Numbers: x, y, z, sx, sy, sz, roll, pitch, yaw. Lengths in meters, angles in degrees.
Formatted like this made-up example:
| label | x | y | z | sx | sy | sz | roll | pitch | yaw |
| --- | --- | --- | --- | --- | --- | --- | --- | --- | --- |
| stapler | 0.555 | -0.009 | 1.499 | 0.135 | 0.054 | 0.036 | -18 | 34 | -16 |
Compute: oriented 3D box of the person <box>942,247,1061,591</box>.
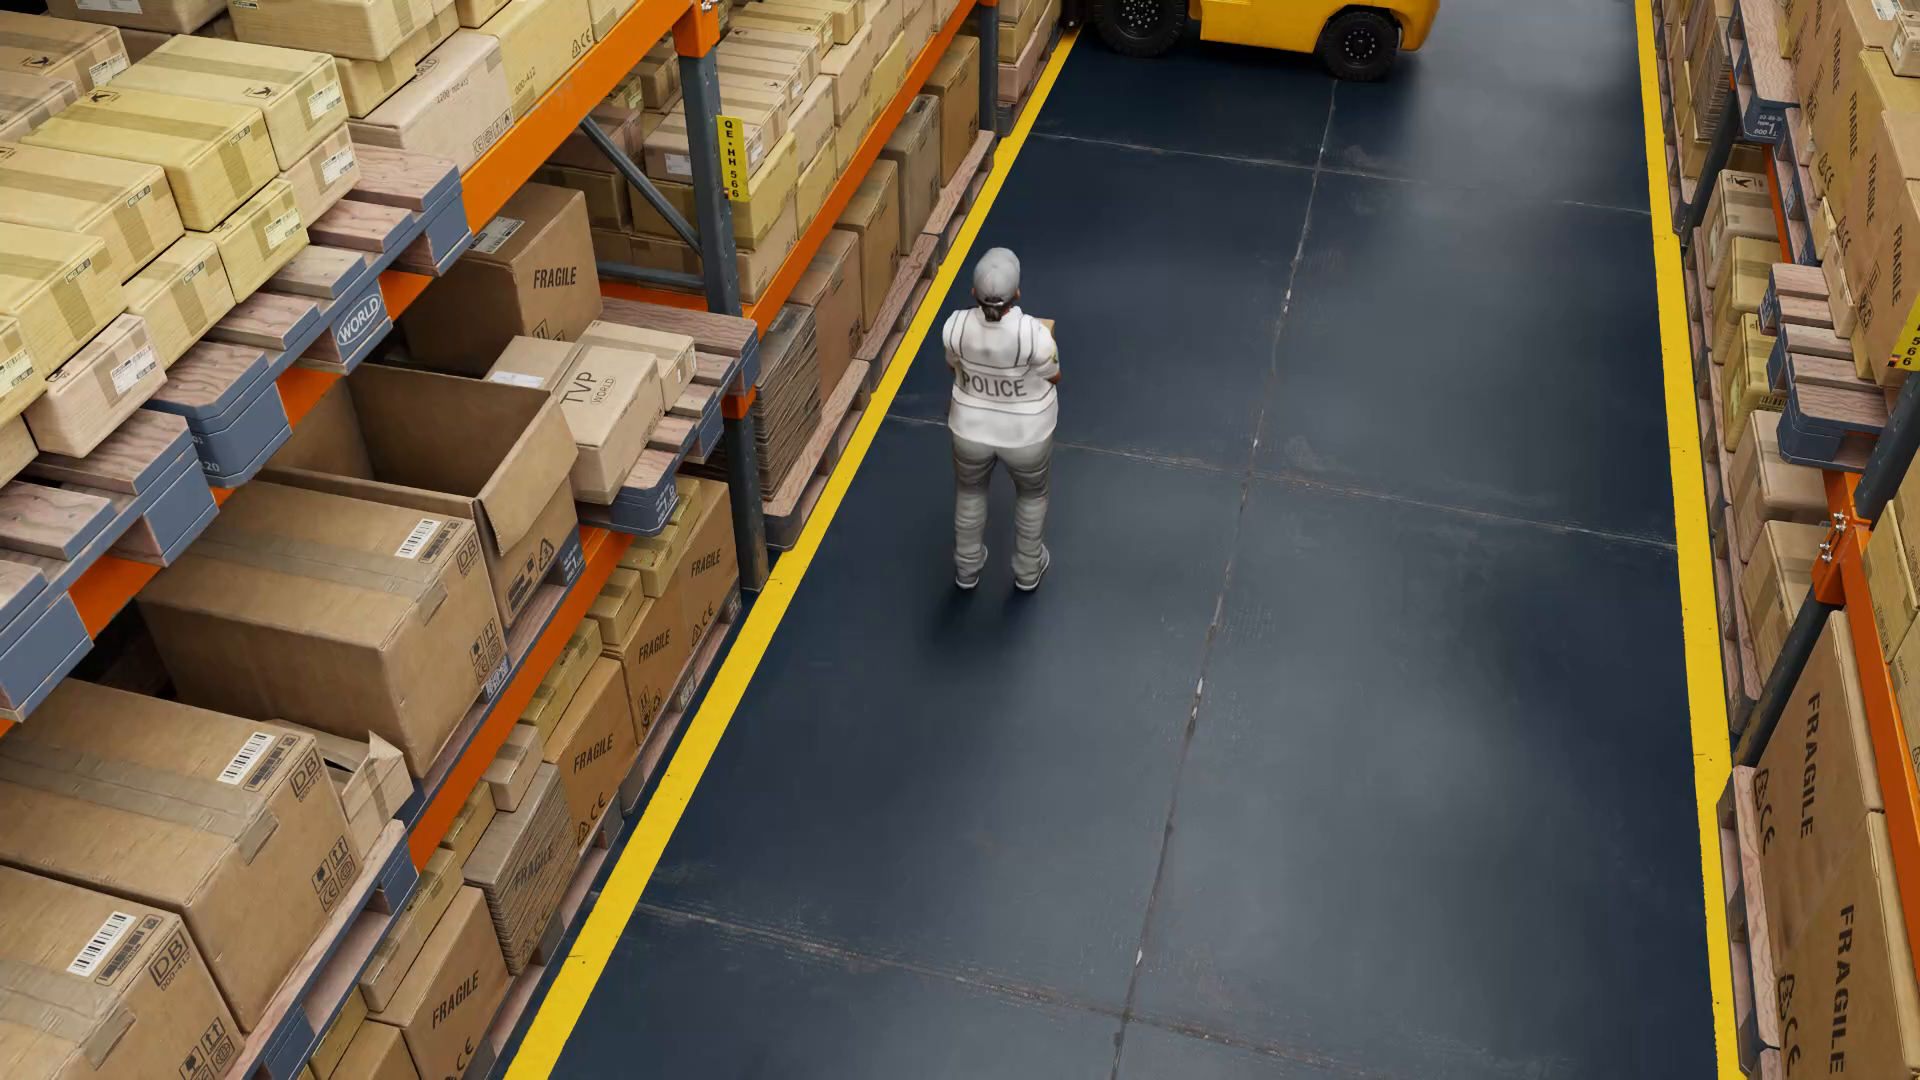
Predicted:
| label | x | y | z | sx | sy | sz | roll | pitch | yaw |
| --- | --- | --- | --- | --- | --- | --- | --- | --- | --- |
| person | 0.178 | -0.497 | 6.730 | 0.453 | 1.653 | 0.541 | 9 | 42 | 10 |
